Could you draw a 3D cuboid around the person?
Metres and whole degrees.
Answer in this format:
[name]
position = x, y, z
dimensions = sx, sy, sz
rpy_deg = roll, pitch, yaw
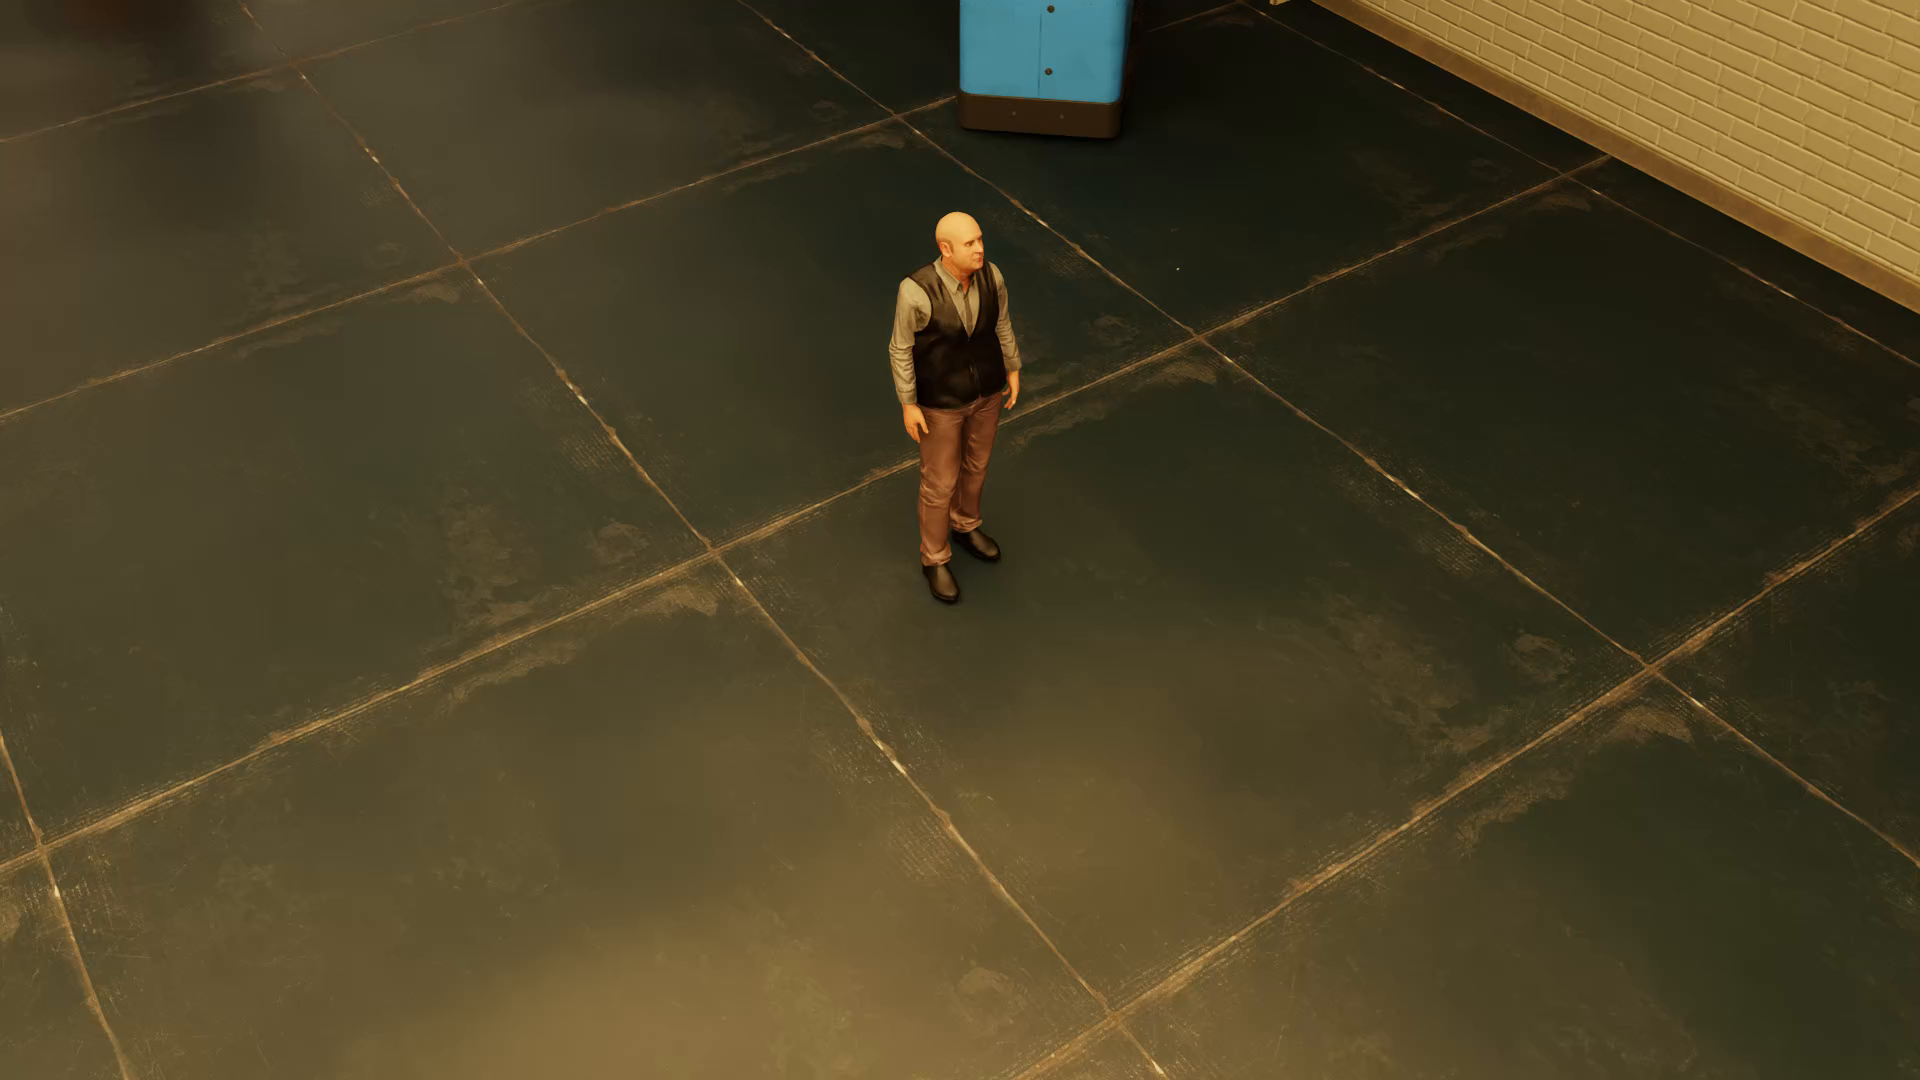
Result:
[person]
position = 0.028, -0.601, 7.249
dimensions = 0.632, 1.720, 0.568
rpy_deg = -25, 48, -25

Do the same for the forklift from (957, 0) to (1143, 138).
[forklift]
position = 0.704, -4.624, 10.733
dimensions = 1.130, 2.935, 3.031
rpy_deg = 6, 43, 6
